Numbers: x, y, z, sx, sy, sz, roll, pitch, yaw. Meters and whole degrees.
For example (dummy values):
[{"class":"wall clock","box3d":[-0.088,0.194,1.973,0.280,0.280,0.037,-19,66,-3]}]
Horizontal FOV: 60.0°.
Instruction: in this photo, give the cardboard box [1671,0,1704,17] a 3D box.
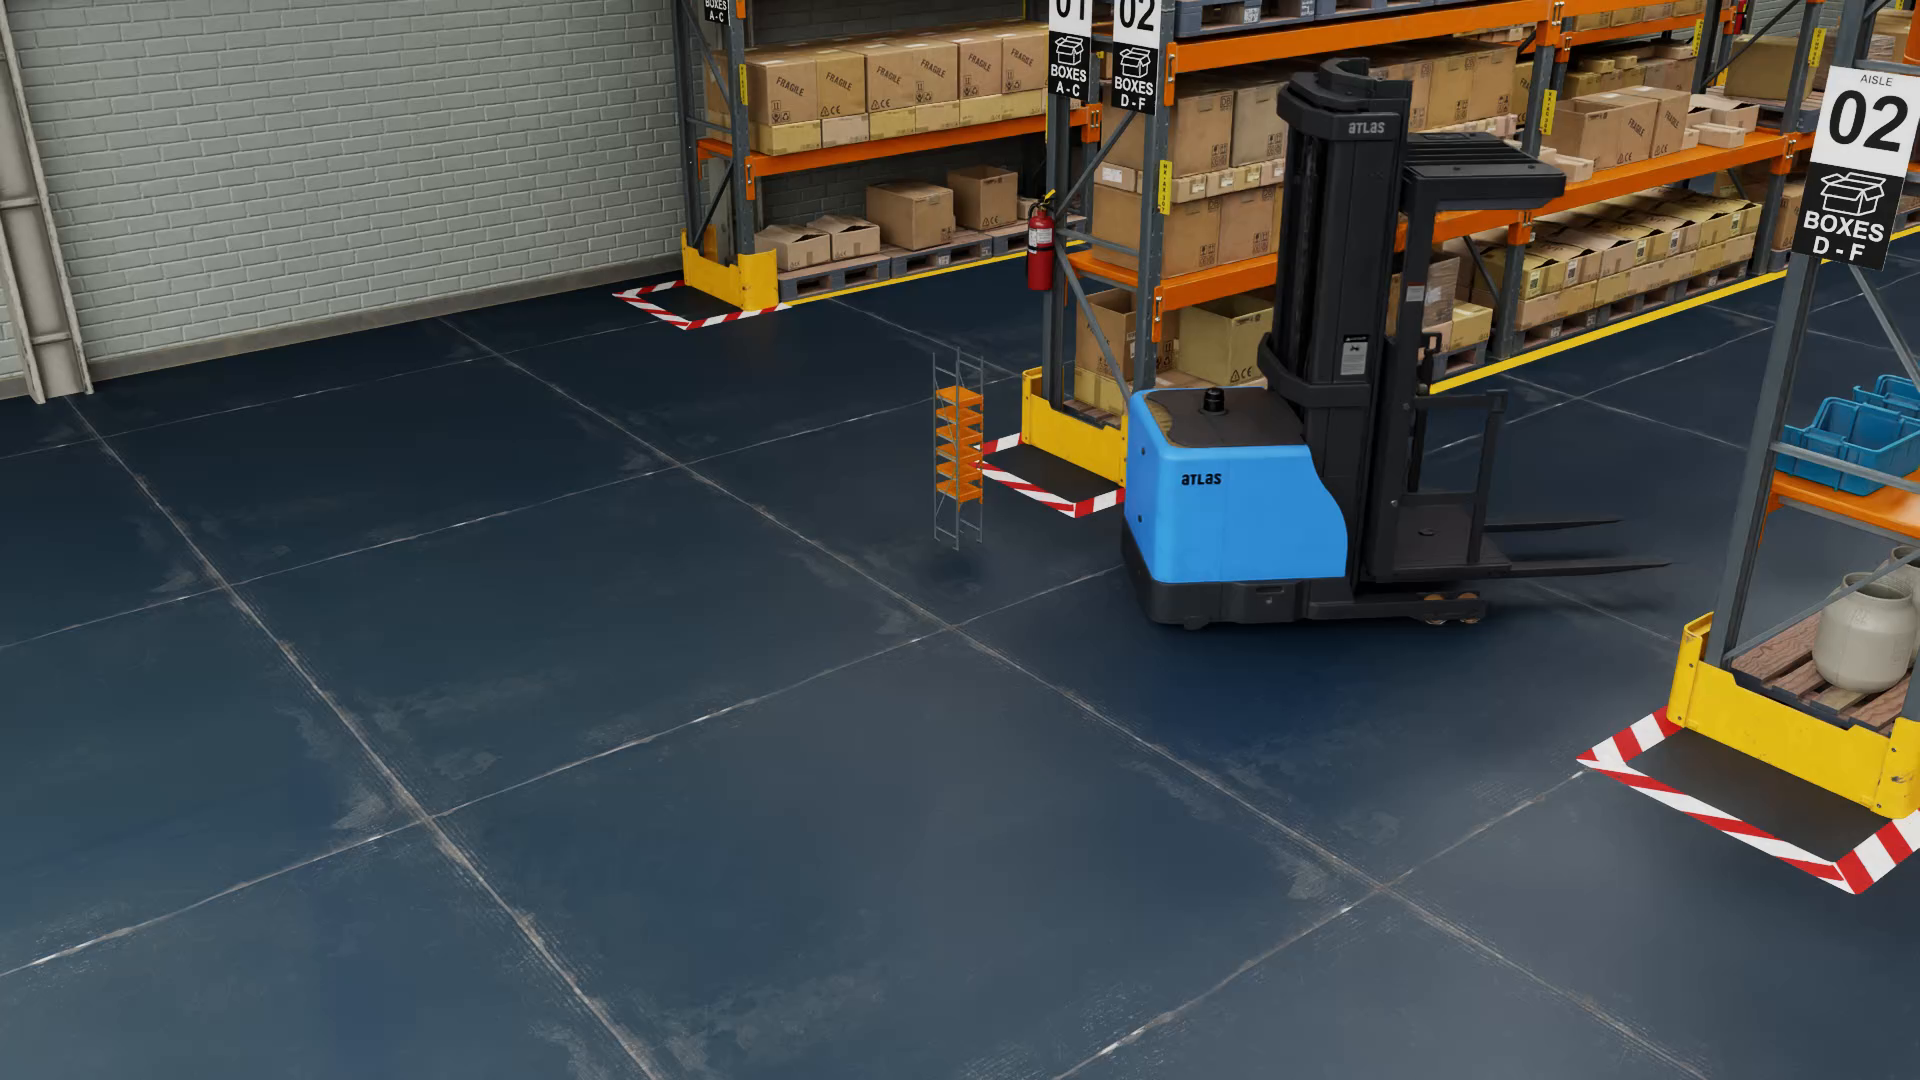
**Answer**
[{"class":"cardboard box","box3d":[9.494,-7.534,22.563,0.700,0.700,0.980,-19,31,-34]}]

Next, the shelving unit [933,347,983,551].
[{"class":"shelving unit","box3d":[-0.011,-0.540,9.989,0.189,1.200,0.258,-18,31,-34]}]

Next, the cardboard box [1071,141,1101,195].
[{"class":"cardboard box","box3d":[1.581,-3.871,17.475,0.500,0.500,0.700,-17,30,-32]}]

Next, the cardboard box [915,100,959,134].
[{"class":"cardboard box","box3d":[-0.352,-3.933,15.316,0.500,0.250,0.500,-18,30,-34]}]

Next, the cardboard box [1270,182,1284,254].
[{"class":"cardboard box","box3d":[2.104,-2.357,11.647,0.500,0.500,0.700,-18,30,-34]}]

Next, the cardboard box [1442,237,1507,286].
[{"class":"cardboard box","box3d":[4.213,-2.367,13.887,0.500,0.311,0.500,-18,31,-34]}]

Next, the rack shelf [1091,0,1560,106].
[{"class":"rack shelf","box3d":[2.498,-3.484,11.484,4.000,0.370,1.077,-18,31,-34]}]

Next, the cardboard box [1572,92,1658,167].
[{"class":"cardboard box","box3d":[5.495,-3.475,14.056,0.500,0.500,0.500,-18,30,-34]}]

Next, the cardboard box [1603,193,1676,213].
[{"class":"cardboard box","box3d":[6.218,-3.028,15.311,0.500,0.311,0.500,-19,31,-35]}]

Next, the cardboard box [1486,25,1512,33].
[{"class":"cardboard box","box3d":[6.304,-6.409,20.001,0.500,0.500,0.500,-18,30,-34]}]

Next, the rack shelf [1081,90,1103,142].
[{"class":"rack shelf","box3d":[2.586,-4.802,17.888,4.000,0.370,1.077,-18,31,-34]}]

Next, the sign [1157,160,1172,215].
[{"class":"sign","box3d":[1.262,-2.173,10.246,0.005,0.325,0.100,-18,31,-34]}]

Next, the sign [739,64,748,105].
[{"class":"sign","box3d":[-1.801,-3.783,13.809,0.005,0.325,0.100,-18,31,-34]}]

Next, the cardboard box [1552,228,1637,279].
[{"class":"cardboard box","box3d":[5.354,-2.454,14.077,0.500,0.311,0.500,-19,31,-36]}]

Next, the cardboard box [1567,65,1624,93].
[{"class":"cardboard box","box3d":[8.356,-6.033,22.157,0.500,0.500,0.700,-19,31,-35]}]

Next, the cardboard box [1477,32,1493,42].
[{"class":"cardboard box","box3d":[6.189,-6.085,20.073,0.250,0.149,0.380,-19,31,-35]}]

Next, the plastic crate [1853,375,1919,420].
[{"class":"plastic crate","box3d":[4.701,-0.616,8.192,0.408,0.251,0.499,-18,31,-34]}]

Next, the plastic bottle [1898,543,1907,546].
[{"class":"plastic bottle","box3d":[5.233,0.086,9.206,0.133,0.283,0.061,-17,30,-33]}]

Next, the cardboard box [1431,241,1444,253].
[{"class":"cardboard box","box3d":[3.514,-2.236,13.380,0.500,0.500,0.500,-18,31,-34]}]

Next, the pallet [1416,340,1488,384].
[{"class":"pallet","box3d":[3.420,-1.511,13.256,1.213,0.211,1.003,-18,31,-34]}]

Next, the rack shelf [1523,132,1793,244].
[{"class":"rack shelf","box3d":[5.646,-3.162,14.355,4.000,0.370,1.077,-18,31,-34]}]

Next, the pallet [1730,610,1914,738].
[{"class":"pallet","box3d":[4.651,0.732,8.421,1.213,0.211,1.003,-18,31,-34]}]

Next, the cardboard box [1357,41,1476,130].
[{"class":"cardboard box","box3d":[3.330,-3.354,12.253,0.500,0.500,0.700,-18,31,-34]}]

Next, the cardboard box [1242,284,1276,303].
[{"class":"cardboard box","box3d":[2.261,-1.543,11.889,0.500,0.500,0.500,-18,31,-34]}]

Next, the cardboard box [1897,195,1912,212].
[{"class":"cardboard box","box3d":[9.366,-3.634,16.963,0.500,0.500,0.500,-18,30,-33]}]

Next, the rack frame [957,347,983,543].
[{"class":"rack frame","box3d":[0.061,-0.564,10.041,0.006,1.200,0.240,-18,31,-34]}]

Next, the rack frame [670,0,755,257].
[{"class":"rack frame","box3d":[-2.136,-3.570,14.379,0.127,3.000,1.000,-18,31,-34]}]

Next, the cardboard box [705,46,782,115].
[{"class":"cardboard box","box3d":[-1.896,-4.044,14.664,0.500,0.500,0.500,-19,31,-35]}]

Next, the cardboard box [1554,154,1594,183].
[{"class":"cardboard box","box3d":[4.895,-3.017,13.487,0.250,0.149,0.380,-18,31,-34]}]

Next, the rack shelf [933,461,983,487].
[{"class":"rack shelf","box3d":[-0.011,-0.391,10.059,0.180,0.103,0.258,-18,31,-34]}]

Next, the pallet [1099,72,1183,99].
[{"class":"pallet","box3d":[1.703,-4.672,16.982,1.213,0.211,1.003,-18,31,-34]}]

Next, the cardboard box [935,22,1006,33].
[{"class":"cardboard box","box3d":[0.104,-4.704,16.086,0.500,0.500,0.500,-18,31,-34]}]

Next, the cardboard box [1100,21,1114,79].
[{"class":"cardboard box","box3d":[1.434,-4.975,16.764,0.500,0.500,0.700,-18,30,-34]}]

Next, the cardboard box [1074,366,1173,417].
[{"class":"cardboard box","box3d":[1.164,-1.110,11.846,0.500,0.250,0.500,-18,31,-34]}]

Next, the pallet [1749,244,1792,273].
[{"class":"pallet","box3d":[7.830,-2.924,16.301,1.213,0.211,1.003,-18,31,-34]}]

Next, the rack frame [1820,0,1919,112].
[{"class":"rack frame","box3d":[3.978,-3.009,6.044,0.127,3.000,1.000,-18,31,-34]}]

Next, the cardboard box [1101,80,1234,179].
[{"class":"cardboard box","box3d":[1.341,-2.694,10.833,0.500,0.500,0.700,-18,30,-34]}]

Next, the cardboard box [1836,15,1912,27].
[{"class":"cardboard box","box3d":[9.354,-5.034,16.916,0.500,0.500,0.700,-13,28,-26]}]

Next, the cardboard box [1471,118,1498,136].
[{"class":"cardboard box","box3d":[3.794,-3.103,12.484,0.250,0.149,0.380,-19,31,-35]}]

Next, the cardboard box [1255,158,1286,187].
[{"class":"cardboard box","box3d":[1.969,-2.499,11.181,0.250,0.149,0.380,-19,31,-35]}]

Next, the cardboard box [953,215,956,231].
[{"class":"cardboard box","box3d":[-0.259,-3.106,16.244,0.250,0.149,0.380,-21,32,-38]}]

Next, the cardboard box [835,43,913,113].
[{"class":"cardboard box","box3d":[-0.769,-4.133,14.855,0.500,0.500,0.500,-19,31,-36]}]

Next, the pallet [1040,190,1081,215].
[{"class":"pallet","box3d":[1.624,-3.547,17.641,1.213,0.211,1.003,-18,31,-34]}]

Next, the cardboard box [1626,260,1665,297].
[{"class":"cardboard box","box3d":[5.752,-2.334,14.484,0.500,0.250,0.500,-18,30,-33]}]

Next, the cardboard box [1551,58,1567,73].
[{"class":"cardboard box","box3d":[7.722,-6.226,21.803,0.250,0.149,0.380,-18,31,-34]}]

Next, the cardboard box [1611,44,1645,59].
[{"class":"cardboard box","box3d":[9.146,-6.698,22.818,0.250,0.149,0.380,-18,30,-33]}]

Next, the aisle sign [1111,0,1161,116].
[{"class":"aisle sign","box3d":[1.061,-2.990,10.042,0.004,0.787,0.394,-18,31,-34]}]

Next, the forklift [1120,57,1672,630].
[{"class":"forklift","box3d":[2.506,-1.078,9.091,3.031,2.935,1.130,-2,25,-5]}]

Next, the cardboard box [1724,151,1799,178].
[{"class":"cardboard box","box3d":[7.852,-3.750,16.324,0.500,0.250,0.500,-17,30,-32]}]
